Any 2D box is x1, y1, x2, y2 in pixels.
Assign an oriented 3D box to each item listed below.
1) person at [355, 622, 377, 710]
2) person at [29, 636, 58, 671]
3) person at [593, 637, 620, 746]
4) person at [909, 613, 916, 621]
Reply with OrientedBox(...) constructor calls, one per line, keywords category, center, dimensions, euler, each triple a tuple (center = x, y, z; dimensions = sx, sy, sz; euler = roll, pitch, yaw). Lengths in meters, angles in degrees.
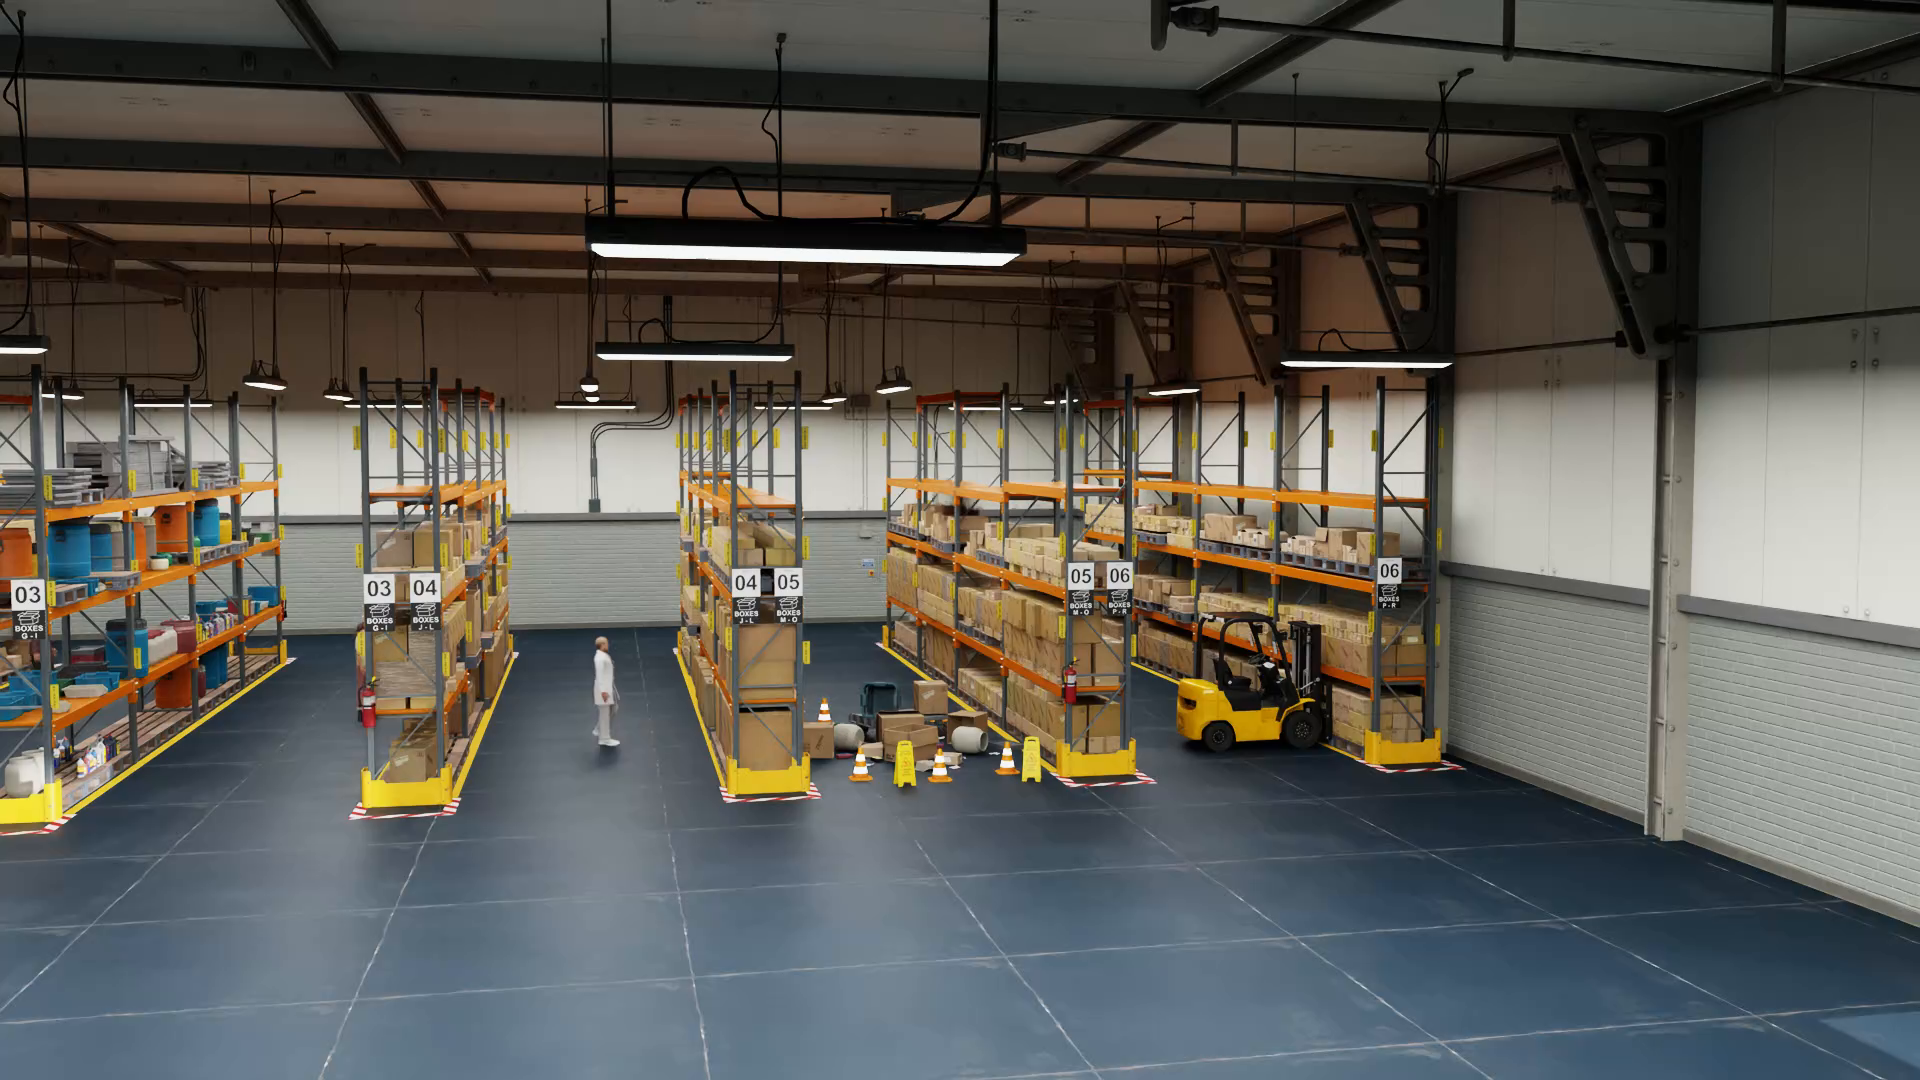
OrientedBox(category="person", center=(-10.935, 2.349, 30.695), dimensions=(0.606, 1.665, 0.460), euler=(2, 4, 26))
OrientedBox(category="person", center=(-17.807, 2.180, 32.459), dimensions=(0.737, 1.771, 0.554), euler=(-3, 4, -39))
OrientedBox(category="person", center=(-5.870, 2.493, 27.472), dimensions=(0.564, 1.802, 0.653), euler=(0, 3, 4))
OrientedBox(category="person", center=(-1.129, 1.561, 42.843), dimensions=(0.628, 1.741, 0.948), euler=(2, 4, 31))
